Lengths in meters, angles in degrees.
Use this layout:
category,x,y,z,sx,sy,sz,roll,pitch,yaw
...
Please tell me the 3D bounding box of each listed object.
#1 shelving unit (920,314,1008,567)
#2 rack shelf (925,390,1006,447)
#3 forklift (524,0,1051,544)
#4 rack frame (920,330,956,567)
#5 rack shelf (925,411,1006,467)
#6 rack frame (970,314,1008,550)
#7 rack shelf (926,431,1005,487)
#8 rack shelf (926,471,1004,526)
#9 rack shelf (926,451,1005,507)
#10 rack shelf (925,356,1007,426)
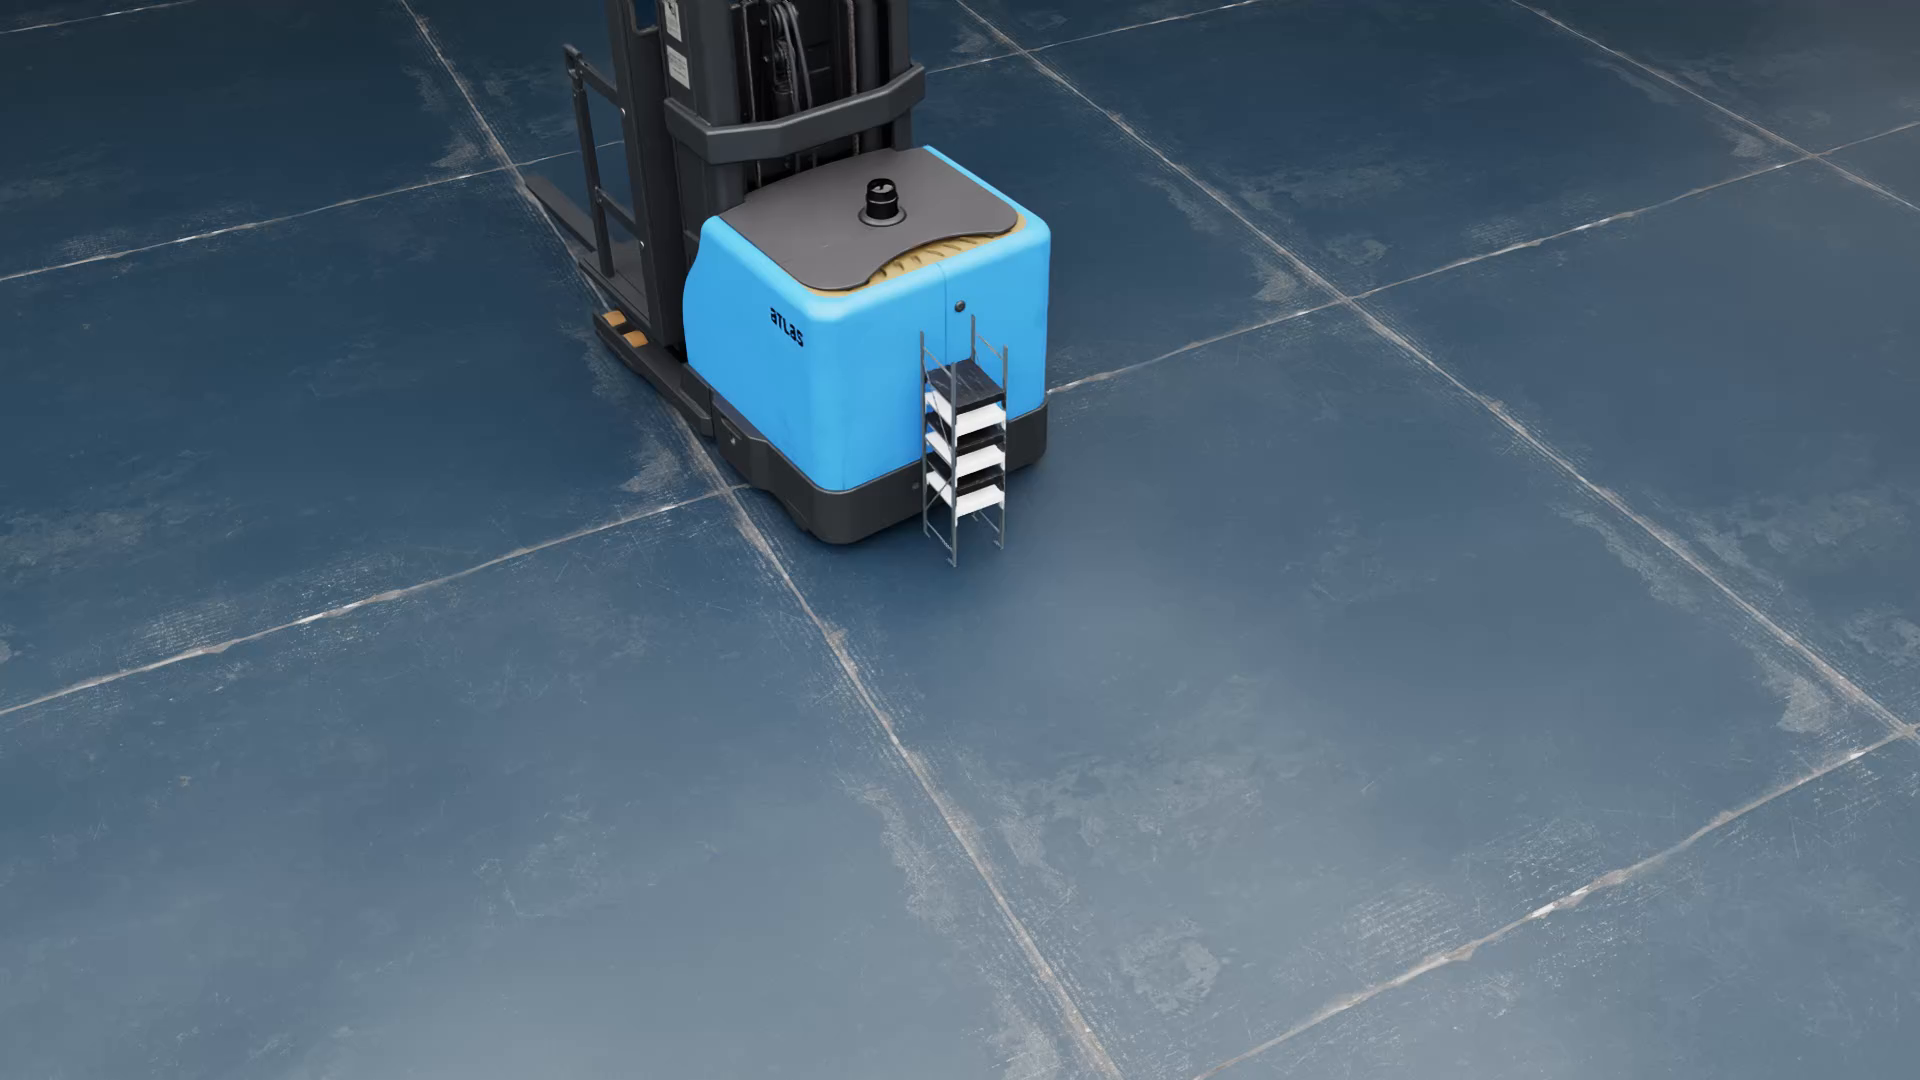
category,x,y,z,sx,sy,sz,roll,pitch,yaw
shelving unit,0.012,-0.342,5.958,0.210,0.900,0.258,-20,44,-22
rack shelf,0.012,-0.454,5.863,0.200,0.077,0.258,-20,44,-22
forklift,-0.928,-2.011,6.357,1.130,2.935,3.031,-25,46,-27
rack frame,-0.077,-0.310,5.920,0.006,0.900,0.240,-20,44,-22
rack shelf,0.012,-0.386,5.921,0.200,0.077,0.258,-20,44,-22
rack frame,0.100,-0.375,5.997,0.006,0.900,0.240,-20,44,-22
rack shelf,0.012,-0.317,5.980,0.200,0.077,0.258,-20,44,-22
rack shelf,0.012,-0.180,6.096,0.200,0.077,0.258,-20,44,-22
rack shelf,0.012,-0.248,6.038,0.200,0.077,0.258,-20,44,-22
rack shelf,0.012,-0.523,5.805,0.200,0.077,0.258,-20,44,-22
